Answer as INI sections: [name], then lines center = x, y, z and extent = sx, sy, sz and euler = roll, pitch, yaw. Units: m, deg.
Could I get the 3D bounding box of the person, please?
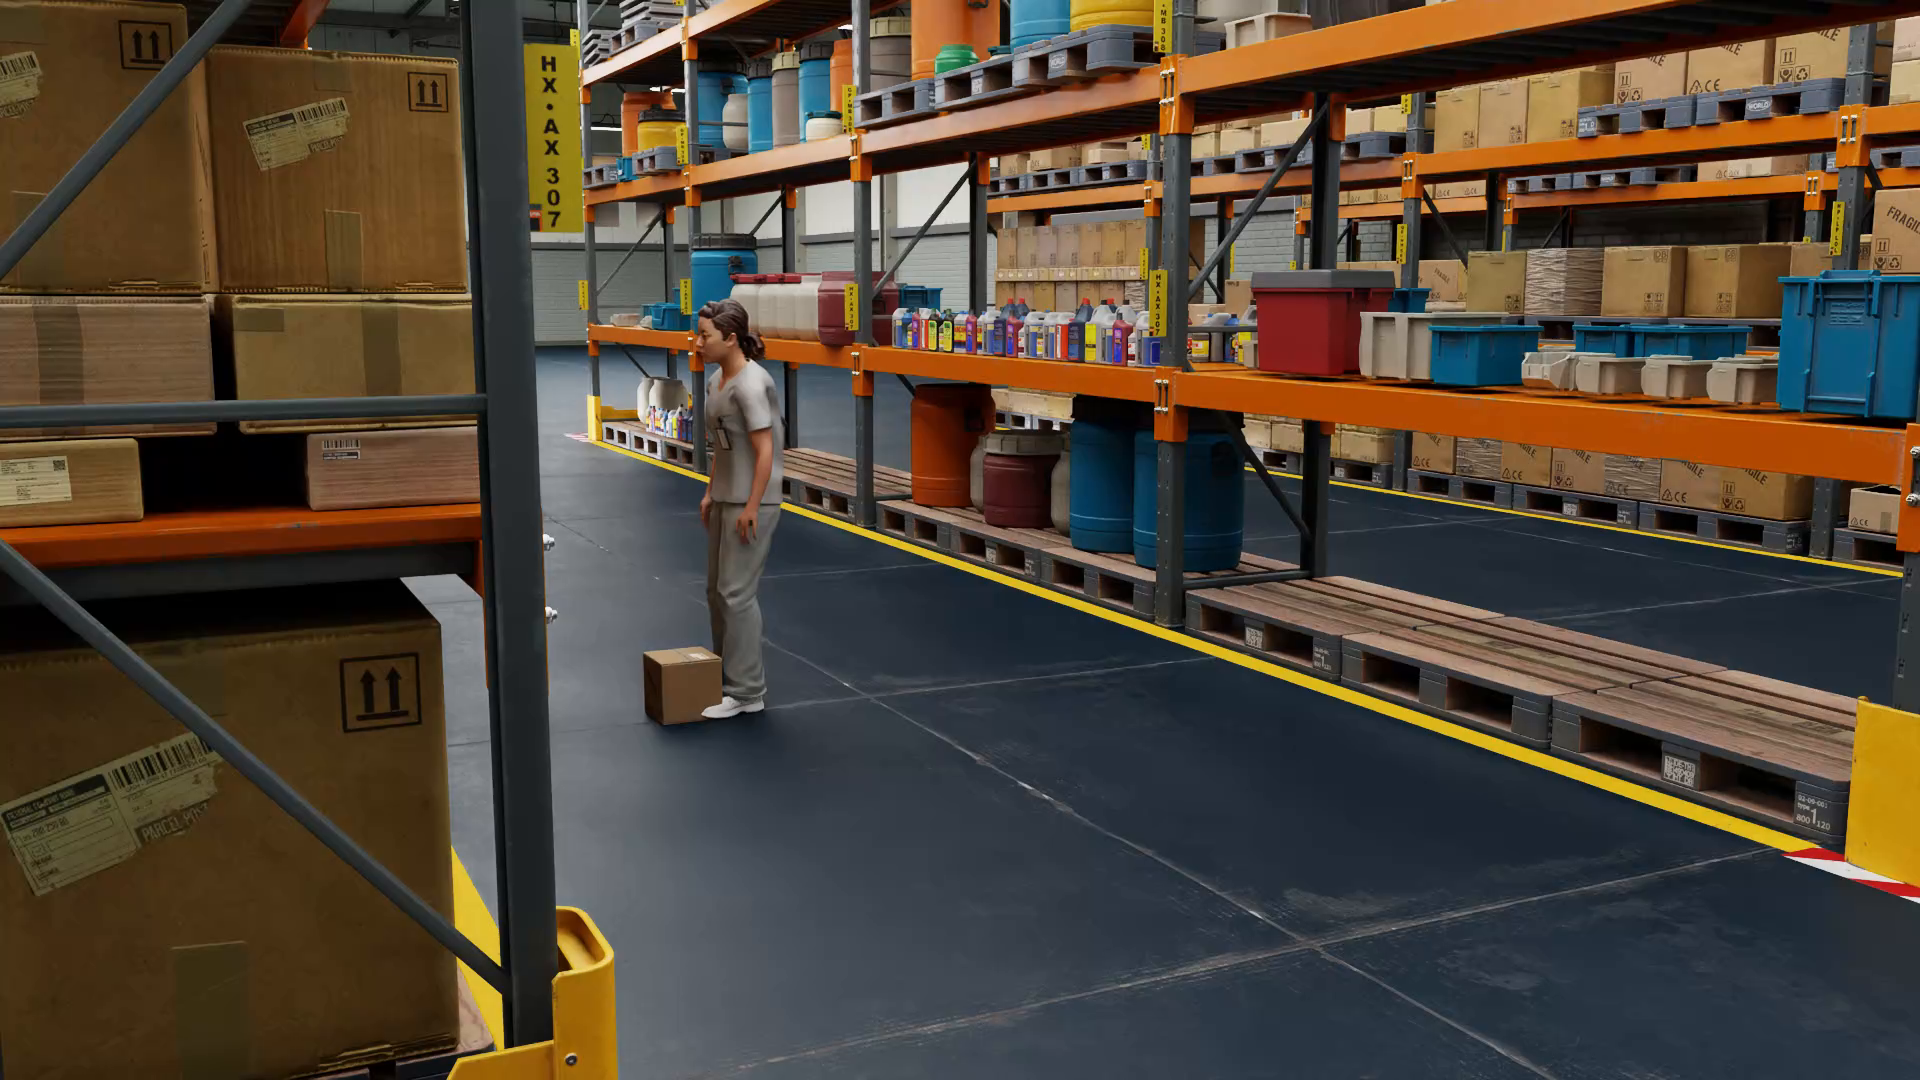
[person]
center = -0.926, -0.131, 6.718
extent = 0.407, 1.673, 0.509
euler = -5, 10, -28
